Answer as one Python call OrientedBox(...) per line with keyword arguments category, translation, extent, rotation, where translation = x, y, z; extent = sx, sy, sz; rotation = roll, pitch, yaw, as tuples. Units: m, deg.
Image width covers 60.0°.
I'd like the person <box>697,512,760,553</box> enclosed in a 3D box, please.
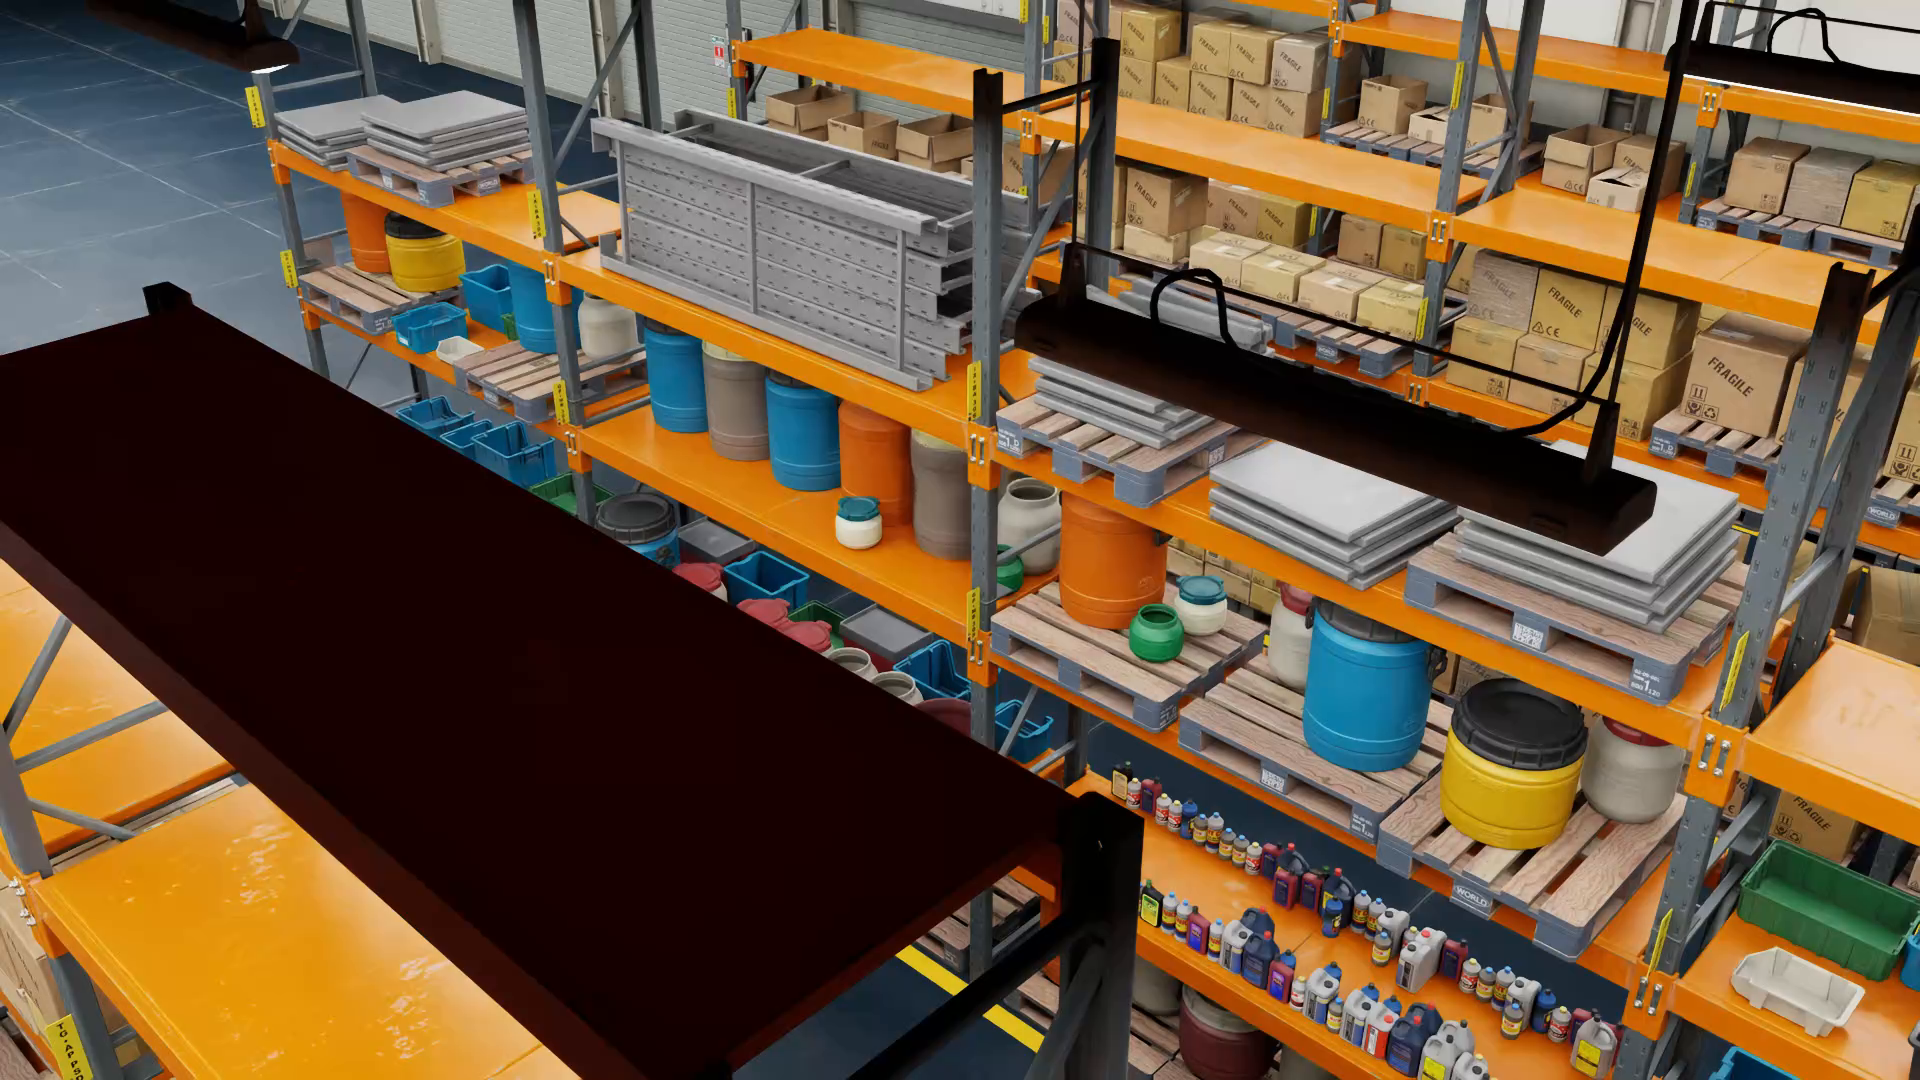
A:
OrientedBox(category="person", translation=(-2.338, -0.677, 15.679), extent=(0.941, 1.675, 0.554), rotation=(9, 31, 15))
